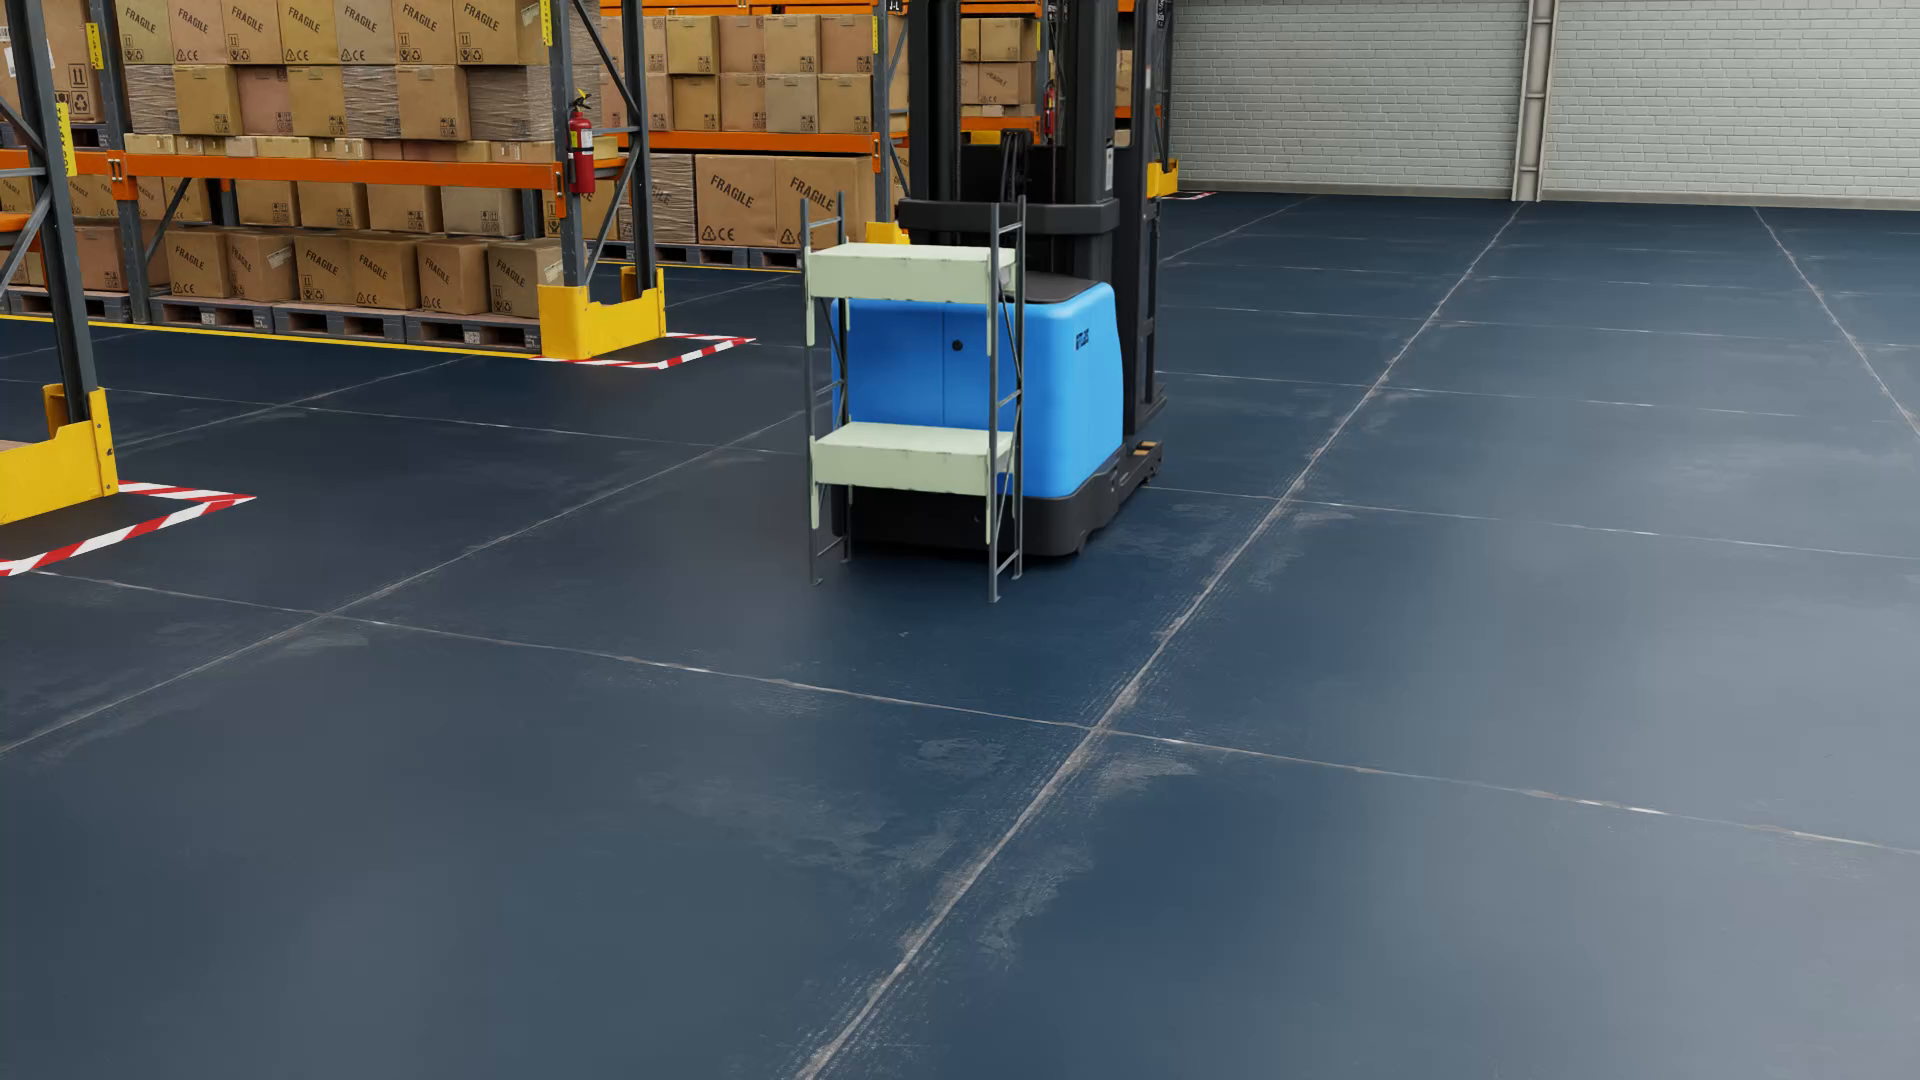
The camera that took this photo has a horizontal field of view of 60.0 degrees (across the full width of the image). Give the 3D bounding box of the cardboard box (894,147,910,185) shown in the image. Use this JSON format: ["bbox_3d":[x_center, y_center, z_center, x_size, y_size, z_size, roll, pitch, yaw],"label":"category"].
[{"bbox_3d":[-0.638,-4.765,21.040,0.500,0.500,0.500,6,17,19],"label":"cardboard box"}]

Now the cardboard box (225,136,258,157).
[{"bbox_3d":[-5.187,-2.915,12.285,0.250,0.149,0.380,6,17,21],"label":"cardboard box"}]

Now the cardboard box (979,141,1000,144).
[{"bbox_3d":[0.485,-4.801,21.165,0.500,0.500,0.500,6,17,19],"label":"cardboard box"}]

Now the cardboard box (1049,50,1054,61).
[{"bbox_3d":[1.340,-7.280,24.994,0.250,0.149,0.380,7,17,22],"label":"cardboard box"}]

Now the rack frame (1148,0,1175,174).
[{"bbox_3d":[2.974,-6.691,24.841,0.127,3.000,1.000,6,17,21],"label":"rack frame"}]

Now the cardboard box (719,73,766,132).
[{"bbox_3d":[-1.922,-4.348,16.501,0.550,0.550,0.875,6,17,21],"label":"cardboard box"}]

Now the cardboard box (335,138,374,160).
[{"bbox_3d":[-4.255,-2.814,11.938,0.250,0.149,0.380,6,17,21],"label":"cardboard box"}]

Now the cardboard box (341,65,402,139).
[{"bbox_3d":[-3.940,-3.170,11.999,0.500,0.500,0.875,6,17,21],"label":"cardboard box"}]

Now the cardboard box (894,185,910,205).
[{"bbox_3d":[-0.662,-4.405,21.144,0.500,0.250,0.500,6,17,19],"label":"cardboard box"}]

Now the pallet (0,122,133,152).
[{"bbox_3d":[-6.858,-3.266,13.388,1.213,0.211,1.003,6,17,21],"label":"pallet"}]

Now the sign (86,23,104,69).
[{"bbox_3d":[-6.401,-3.654,12.303,0.005,0.325,0.100,6,17,21],"label":"sign"}]

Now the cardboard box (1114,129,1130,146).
[{"bbox_3d":[2.431,-6.019,24.911,0.500,0.250,0.500,7,18,22],"label":"cardboard box"}]

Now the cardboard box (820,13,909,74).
[{"bbox_3d":[-0.897,-4.748,15.942,0.550,0.550,0.875,6,17,21],"label":"cardboard box"}]

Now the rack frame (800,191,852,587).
[{"bbox_3d":[-0.520,-0.589,6.512,0.023,1.500,0.400,5,17,17],"label":"rack frame"}]

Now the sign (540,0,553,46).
[{"bbox_3d":[-2.702,-3.399,10.858,0.005,0.325,0.100,6,17,21],"label":"sign"}]

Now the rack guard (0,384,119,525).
[{"bbox_3d":[-4.385,-0.344,7.461,0.348,0.500,1.175,6,17,21],"label":"rack guard"}]

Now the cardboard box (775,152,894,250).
[{"bbox_3d":[-1.221,-3.343,16.366,0.875,0.875,0.875,6,17,21],"label":"cardboard box"}]

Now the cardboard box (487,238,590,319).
[{"bbox_3d":[-3.055,-1.903,12.077,0.500,0.500,0.500,10,19,31],"label":"cardboard box"}]

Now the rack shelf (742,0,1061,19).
[{"bbox_3d":[-0.704,-6.703,20.793,4.000,0.370,1.077,6,17,21],"label":"rack shelf"}]

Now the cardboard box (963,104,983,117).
[{"bbox_3d":[0.223,-5.294,20.481,0.250,0.149,0.380,6,17,20],"label":"cardboard box"}]

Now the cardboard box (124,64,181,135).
[{"bbox_3d":[-5.805,-3.371,12.693,0.500,0.500,0.875,6,17,21],"label":"cardboard box"}]

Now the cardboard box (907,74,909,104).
[{"bbox_3d":[-0.378,-5.683,20.655,0.500,0.500,0.500,6,17,20],"label":"cardboard box"}]

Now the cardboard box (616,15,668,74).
[{"bbox_3d":[-2.950,-4.945,16.622,0.550,0.550,0.875,6,17,21],"label":"cardboard box"}]

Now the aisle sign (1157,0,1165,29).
[{"bbox_3d":[2.927,-7.857,24.194,0.004,0.787,0.394,6,17,21],"label":"aisle sign"}]

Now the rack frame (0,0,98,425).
[{"bbox_3d":[-4.297,-1.549,7.128,0.127,3.000,1.000,6,17,21],"label":"rack frame"}]

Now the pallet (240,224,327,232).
[{"bbox_3d":[-7.302,-3.488,18.811,1.213,0.211,1.003,6,17,21],"label":"pallet"}]

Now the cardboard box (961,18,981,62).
[{"bbox_3d":[0.133,-6.124,20.381,0.500,0.500,0.700,6,17,21],"label":"cardboard box"}]

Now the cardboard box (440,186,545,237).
[{"bbox_3d":[-4.897,-3.680,17.751,0.750,0.750,1.050,6,17,20],"label":"cardboard box"}]

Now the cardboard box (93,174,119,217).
[{"bbox_3d":[-9.696,-4.032,19.413,0.500,0.500,0.500,5,17,18],"label":"cardboard box"}]

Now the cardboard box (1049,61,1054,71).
[{"bbox_3d":[1.346,-7.138,25.039,0.250,0.149,0.380,6,17,21],"label":"cardboard box"}]

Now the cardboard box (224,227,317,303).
[{"bbox_3d":[-5.308,-2.136,12.880,0.500,0.500,0.500,13,21,38],"label":"cardboard box"}]

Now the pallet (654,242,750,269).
[{"bbox_3d":[-2.469,-2.957,16.980,1.213,0.211,1.003,6,17,21],"label":"pallet"}]

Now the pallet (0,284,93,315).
[{"bbox_3d":[-8.064,-2.107,14.052,1.213,0.211,1.003,6,17,21],"label":"pallet"}]

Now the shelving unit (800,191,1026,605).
[{"bbox_3d":[-0.171,-0.558,6.406,0.755,1.500,0.431,5,17,17],"label":"shelving unit"}]

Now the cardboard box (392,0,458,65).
[{"bbox_3d":[-3.549,-3.546,11.502,0.500,0.500,0.500,6,17,21],"label":"cardboard box"}]

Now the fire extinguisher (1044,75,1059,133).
[{"bbox_3d":[1.094,-5.235,19.965,0.183,0.674,0.296,6,17,21],"label":"fire extinguisher"}]

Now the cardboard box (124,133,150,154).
[{"bbox_3d":[-6.111,-3.022,12.653,0.250,0.149,0.380,6,17,21],"label":"cardboard box"}]

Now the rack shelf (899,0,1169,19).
[{"bbox_3d":[1.114,-7.991,25.228,4.000,0.370,1.077,6,17,21],"label":"rack shelf"}]

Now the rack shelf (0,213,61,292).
[{"bbox_3d":[-6.158,-1.408,7.933,4.000,0.370,1.077,6,17,21],"label":"rack shelf"}]

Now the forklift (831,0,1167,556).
[{"bbox_3d":[0.386,-1.711,7.811,1.130,2.935,3.031,5,17,17],"label":"forklift"}]

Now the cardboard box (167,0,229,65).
[{"bbox_3d":[-5.410,-3.751,12.207,0.500,0.500,0.500,6,17,21],"label":"cardboard box"}]

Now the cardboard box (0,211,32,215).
[{"bbox_3d":[-8.241,-2.489,14.063,0.500,0.500,0.700,8,18,25],"label":"cardboard box"}]

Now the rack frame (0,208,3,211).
[{"bbox_3d":[-11.729,-5.337,20.176,0.127,3.000,1.000,6,17,21],"label":"rack frame"}]

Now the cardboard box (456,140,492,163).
[{"bbox_3d":[-3.304,-2.726,11.634,0.250,0.149,0.380,6,17,21],"label":"cardboard box"}]
